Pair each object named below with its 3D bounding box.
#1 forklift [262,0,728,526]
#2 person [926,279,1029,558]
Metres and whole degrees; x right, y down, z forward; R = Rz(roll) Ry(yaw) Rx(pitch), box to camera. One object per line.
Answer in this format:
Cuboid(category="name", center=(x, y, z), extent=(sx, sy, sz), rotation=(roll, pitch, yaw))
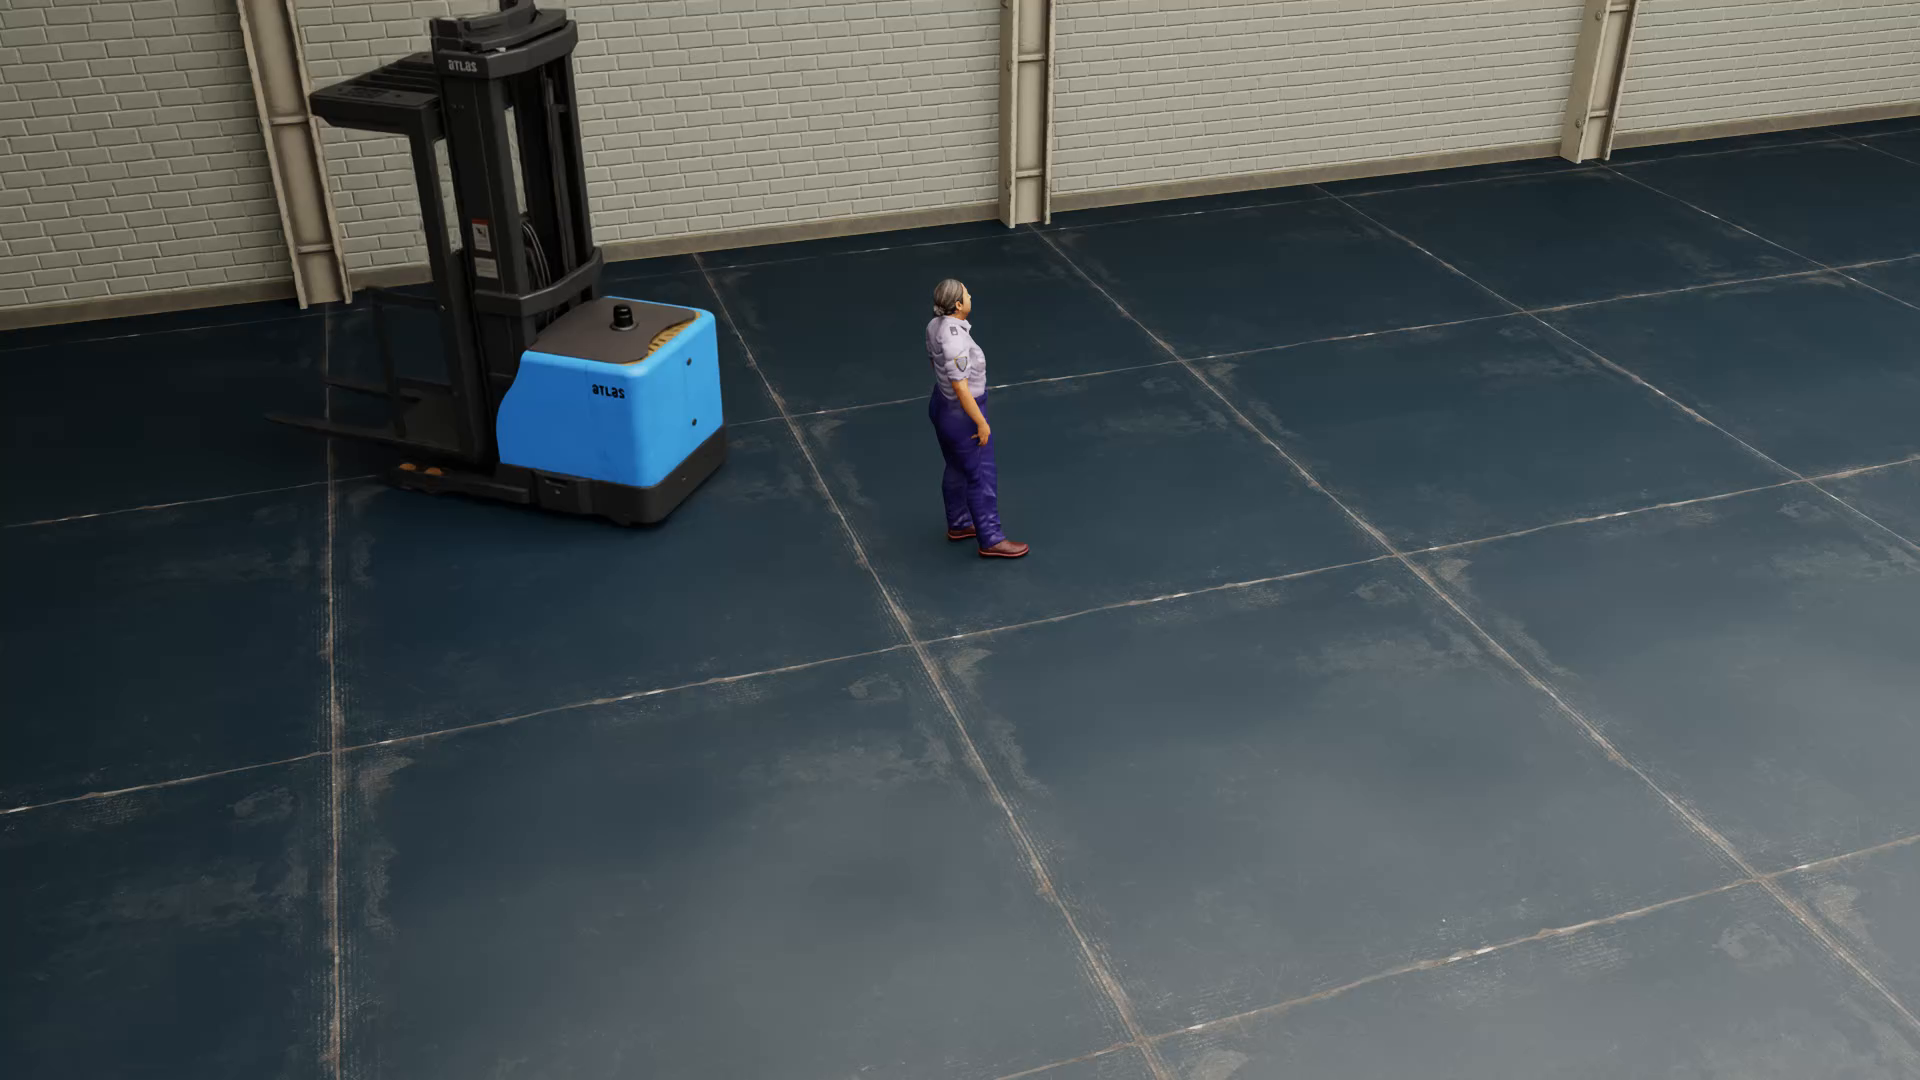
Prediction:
Cuboid(category="forklift", center=(-3.084, -1.795, 10.206), extent=(3.031, 2.935, 1.130), rotation=(10, 31, 17))
Cuboid(category="person", center=(0.092, -0.724, 9.618), extent=(0.503, 1.650, 0.599), rotation=(-10, 31, -16))
